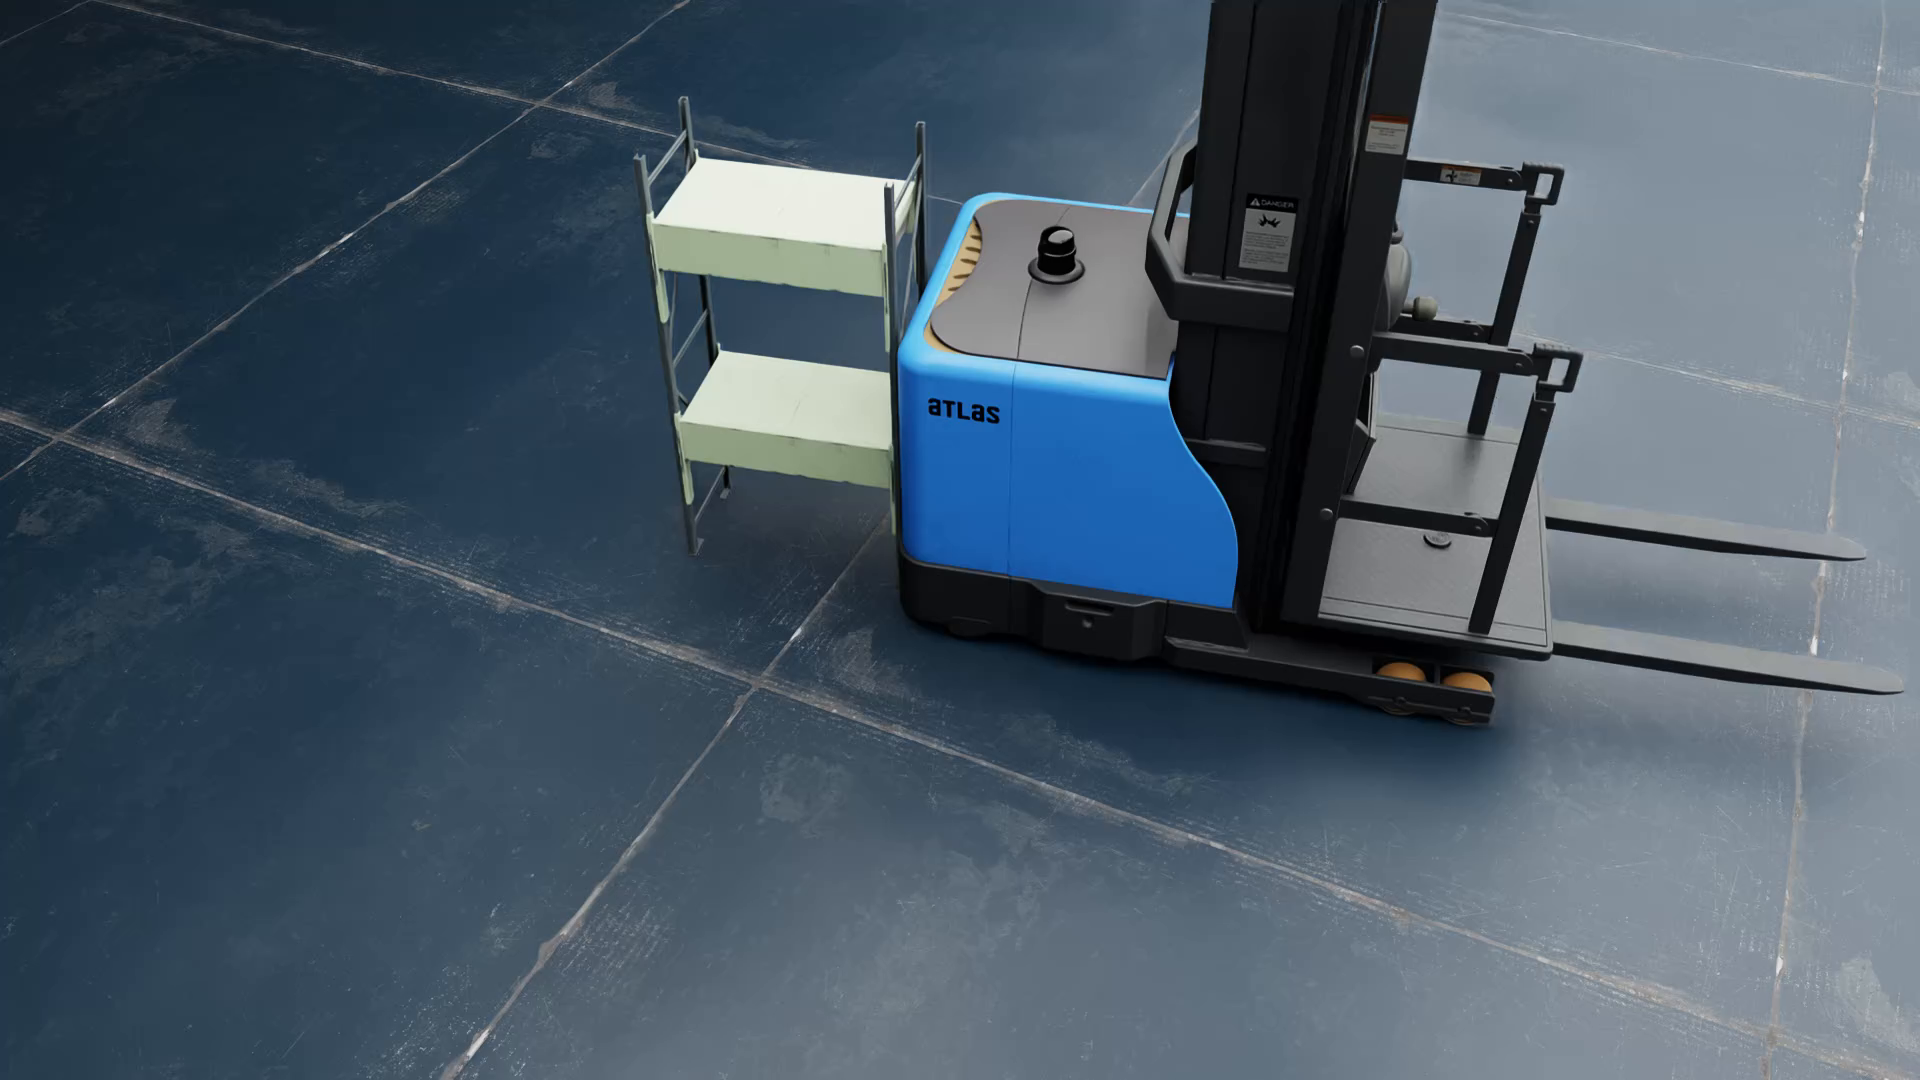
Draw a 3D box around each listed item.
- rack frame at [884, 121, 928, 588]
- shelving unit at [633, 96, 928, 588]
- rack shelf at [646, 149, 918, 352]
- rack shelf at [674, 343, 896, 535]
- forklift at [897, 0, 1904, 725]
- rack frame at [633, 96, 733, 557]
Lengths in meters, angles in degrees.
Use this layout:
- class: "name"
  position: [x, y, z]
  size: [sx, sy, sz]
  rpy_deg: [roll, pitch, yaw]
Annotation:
- class: "rack frame"
  position: [-0.156, -0.532, 5.219]
  size: [0.023, 1.500, 0.400]
  rpy_deg: [8, 42, 10]
- class: "shelving unit"
  position: [-0.513, -0.585, 5.280]
  size: [0.755, 1.500, 0.431]
  rpy_deg: [8, 42, 10]
- class: "rack shelf"
  position: [-0.513, -0.880, 5.024]
  size: [0.720, 0.370, 0.431]
  rpy_deg: [8, 42, 10]
- class: "rack shelf"
  position: [-0.513, -0.339, 5.493]
  size: [0.720, 0.370, 0.431]
  rpy_deg: [8, 42, 10]
- class: "forklift"
  position: [1.378, -0.924, 4.579]
  size: [3.031, 2.935, 1.130]
  rpy_deg: [8, 42, 10]
- class: "rack frame"
  position: [-0.870, -0.638, 5.341]
  size: [0.023, 1.500, 0.400]
  rpy_deg: [8, 42, 10]
